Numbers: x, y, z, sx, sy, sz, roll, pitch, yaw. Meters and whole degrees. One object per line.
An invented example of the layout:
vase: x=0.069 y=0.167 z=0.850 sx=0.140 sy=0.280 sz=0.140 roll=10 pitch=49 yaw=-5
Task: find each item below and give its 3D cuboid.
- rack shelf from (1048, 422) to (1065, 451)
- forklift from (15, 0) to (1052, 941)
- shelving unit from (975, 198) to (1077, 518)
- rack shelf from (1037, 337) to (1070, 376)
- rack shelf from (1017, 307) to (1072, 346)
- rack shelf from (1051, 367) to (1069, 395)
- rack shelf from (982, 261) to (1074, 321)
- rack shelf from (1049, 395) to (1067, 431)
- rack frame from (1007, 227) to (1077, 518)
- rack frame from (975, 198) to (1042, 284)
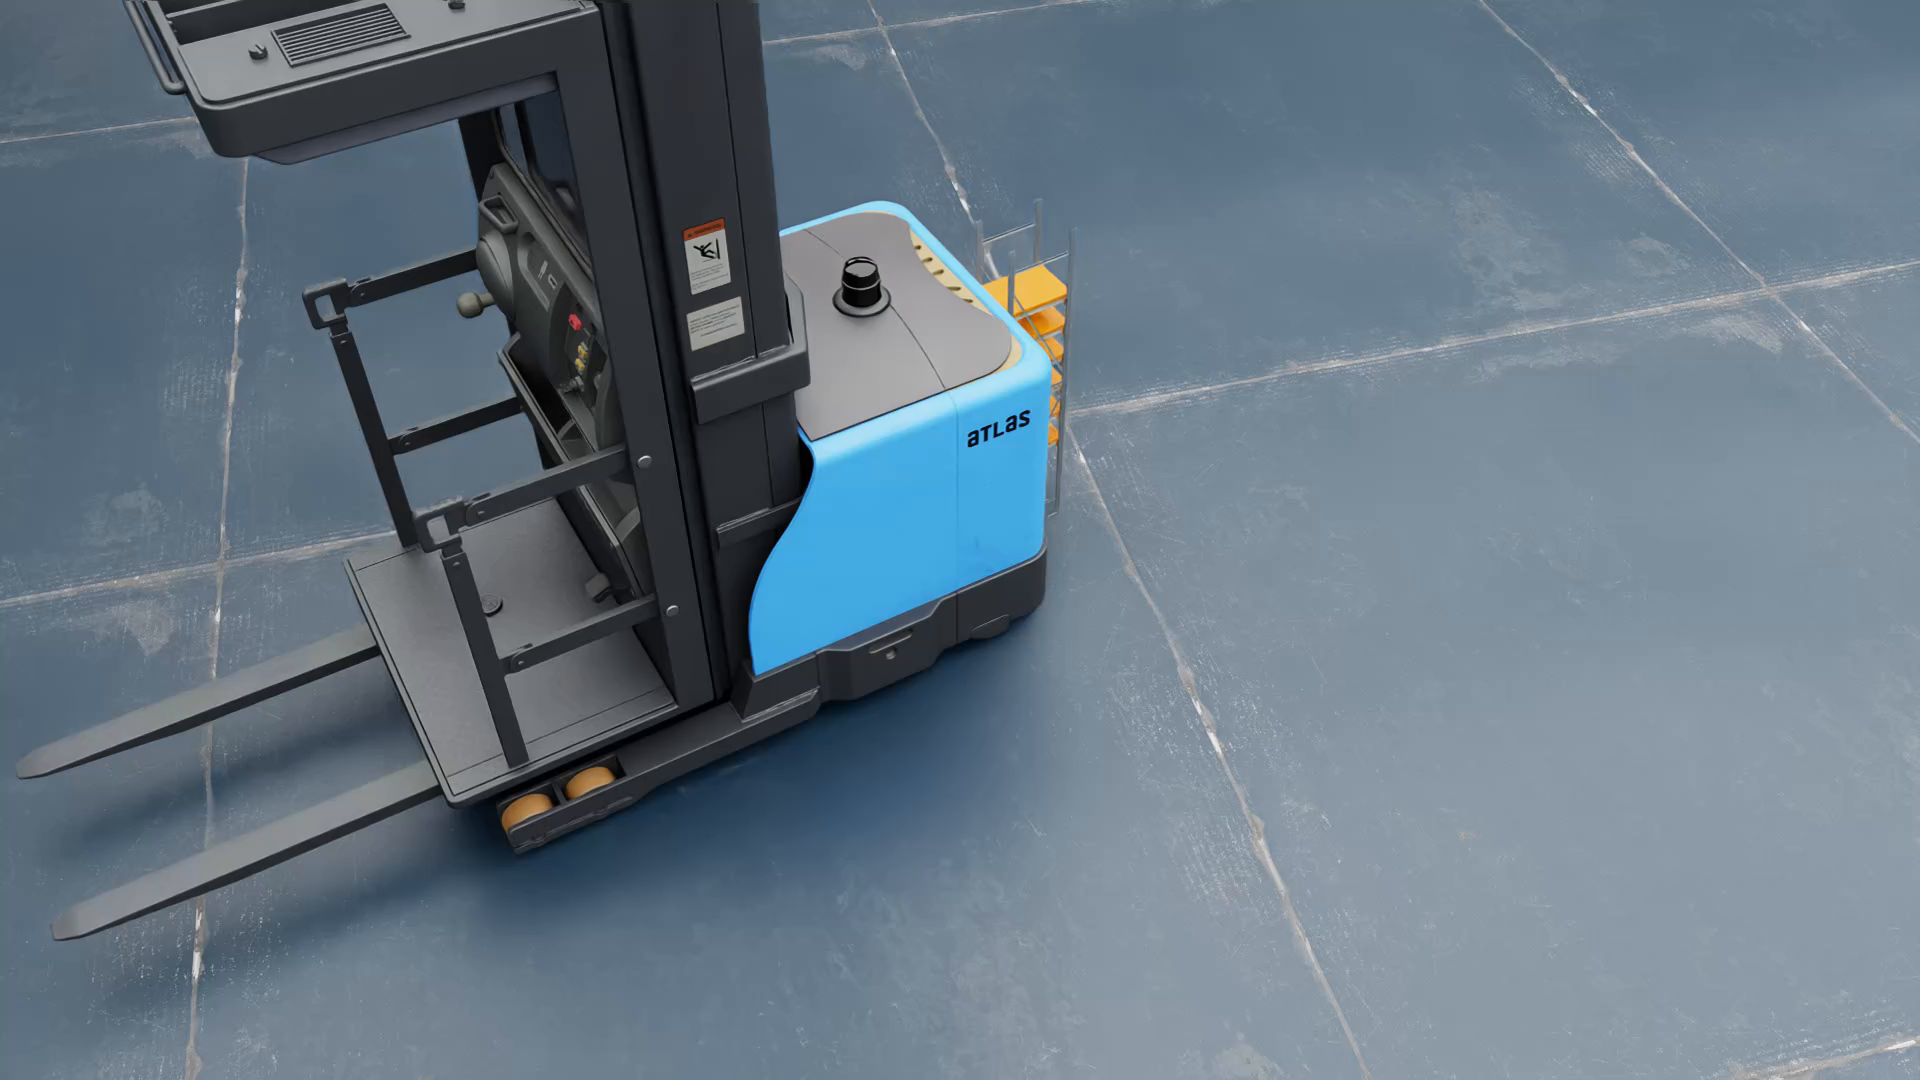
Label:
rack shelf: x=0.198 y=-0.328 z=5.629 sx=0.258 sy=0.103 sz=0.180 roll=-24 pitch=50 yaw=-22
forklift: x=-1.254 y=-0.558 z=4.245 sx=3.031 sy=2.935 sz=1.130 roll=-23 pitch=50 yaw=-21
shelving unit: x=0.198 y=-0.527 z=5.426 sx=0.258 sy=1.200 sz=0.189 roll=-24 pitch=50 yaw=-22
rack shelf: x=0.198 y=-0.580 z=5.372 sx=0.258 sy=0.103 sz=0.180 roll=-24 pitch=50 yaw=-22
rack shelf: x=0.198 y=-0.664 z=5.286 sx=0.258 sy=0.103 sz=0.180 roll=-24 pitch=50 yaw=-22
rack shelf: x=0.198 y=-0.496 z=5.458 sx=0.258 sy=0.103 sz=0.180 roll=-24 pitch=50 yaw=-22
rack shelf: x=0.198 y=-0.748 z=5.201 sx=0.258 sy=0.103 sz=0.180 roll=-24 pitch=50 yaw=-22
rack shelf: x=0.198 y=-0.412 z=5.544 sx=0.258 sy=0.103 sz=0.180 roll=-24 pitch=50 yaw=-22
rack frame: x=0.247 y=-0.471 z=5.372 sx=0.240 sy=1.200 sz=0.006 roll=-24 pitch=50 yaw=-22
rack frame: x=0.150 y=-0.582 z=5.480 sx=0.240 sy=1.200 sz=0.006 roll=-24 pitch=50 yaw=-22
